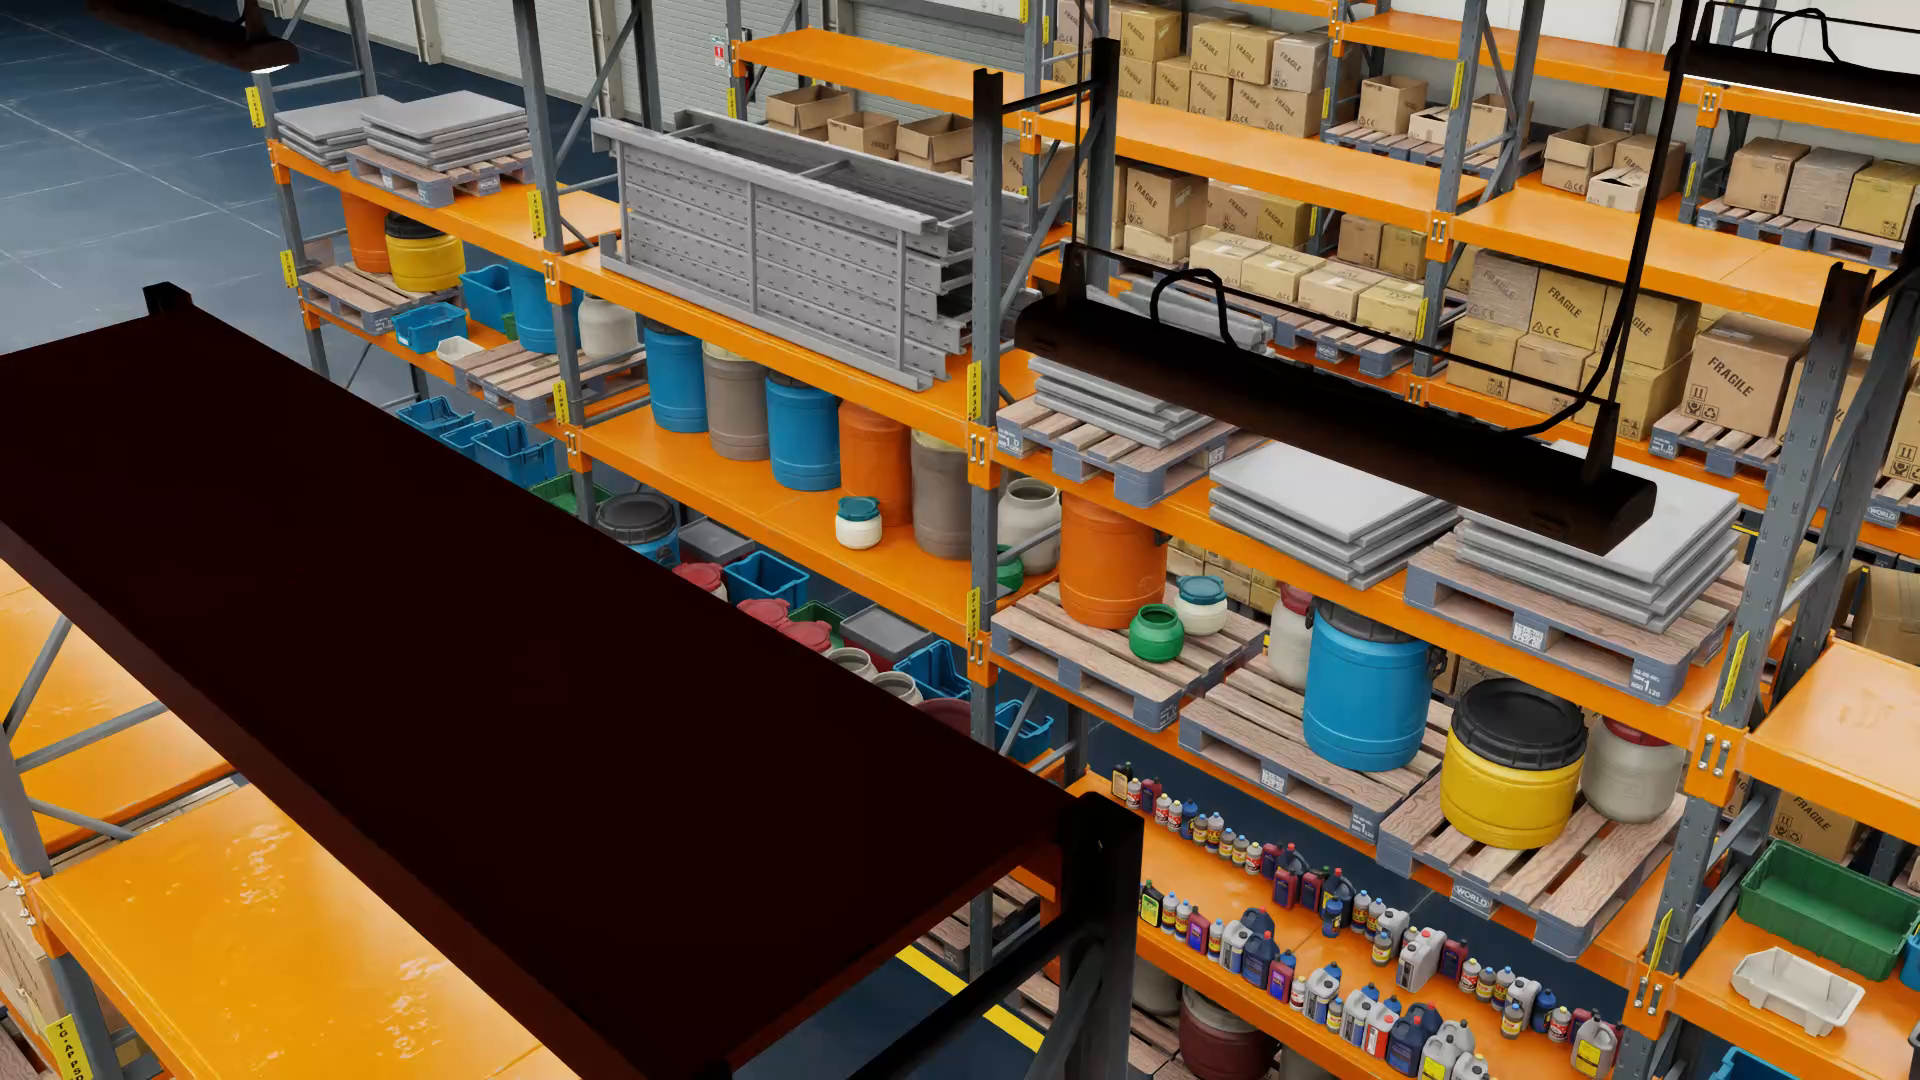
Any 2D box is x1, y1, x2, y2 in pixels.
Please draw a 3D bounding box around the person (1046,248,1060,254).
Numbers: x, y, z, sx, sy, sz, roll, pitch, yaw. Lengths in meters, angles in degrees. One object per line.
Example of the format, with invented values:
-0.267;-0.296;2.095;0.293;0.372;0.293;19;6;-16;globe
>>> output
0.979;-2.627;19.217;0.508;1.646;0.456;-20;35;-31;person
